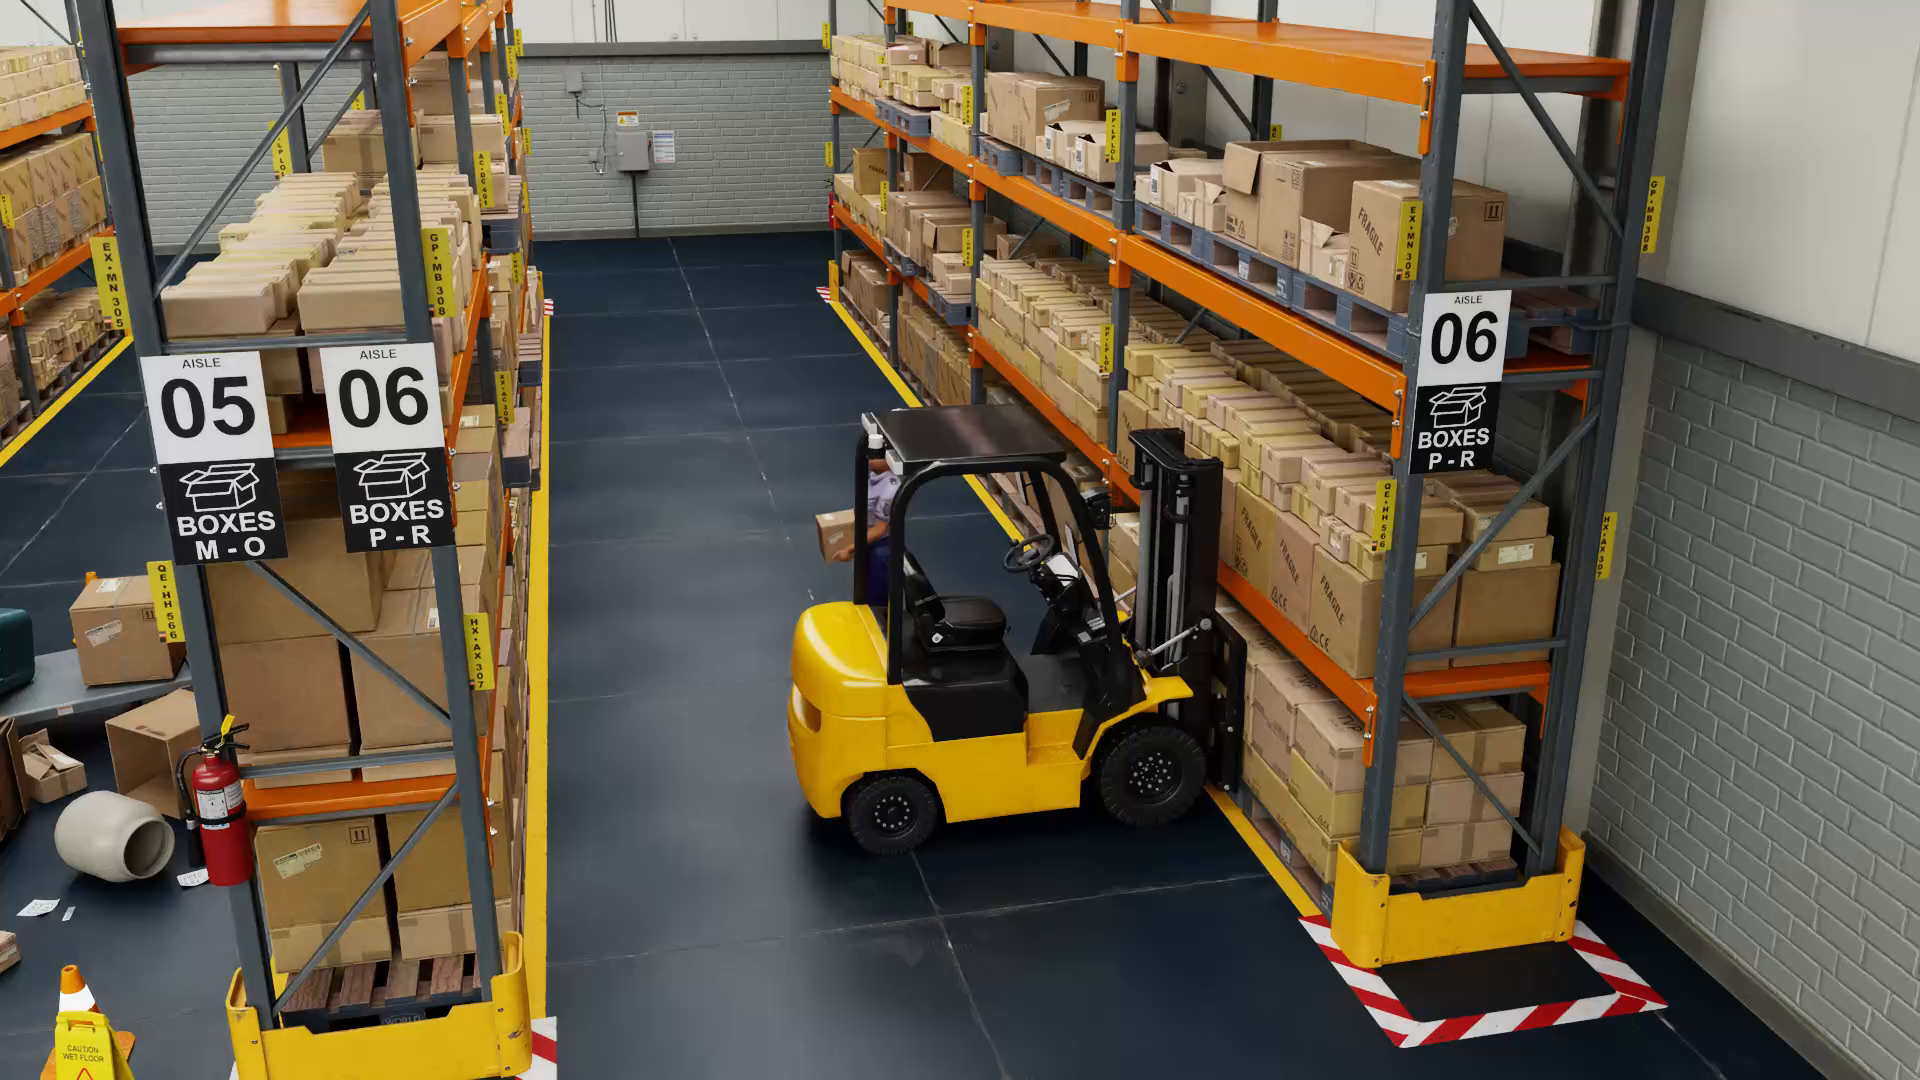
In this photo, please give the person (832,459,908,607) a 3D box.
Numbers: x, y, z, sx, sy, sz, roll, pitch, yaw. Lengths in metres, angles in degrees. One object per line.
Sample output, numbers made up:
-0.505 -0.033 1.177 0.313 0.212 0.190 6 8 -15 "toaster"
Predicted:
-0.593 0.129 10.763 0.514 1.624 0.454 -5 20 -13 "person"
